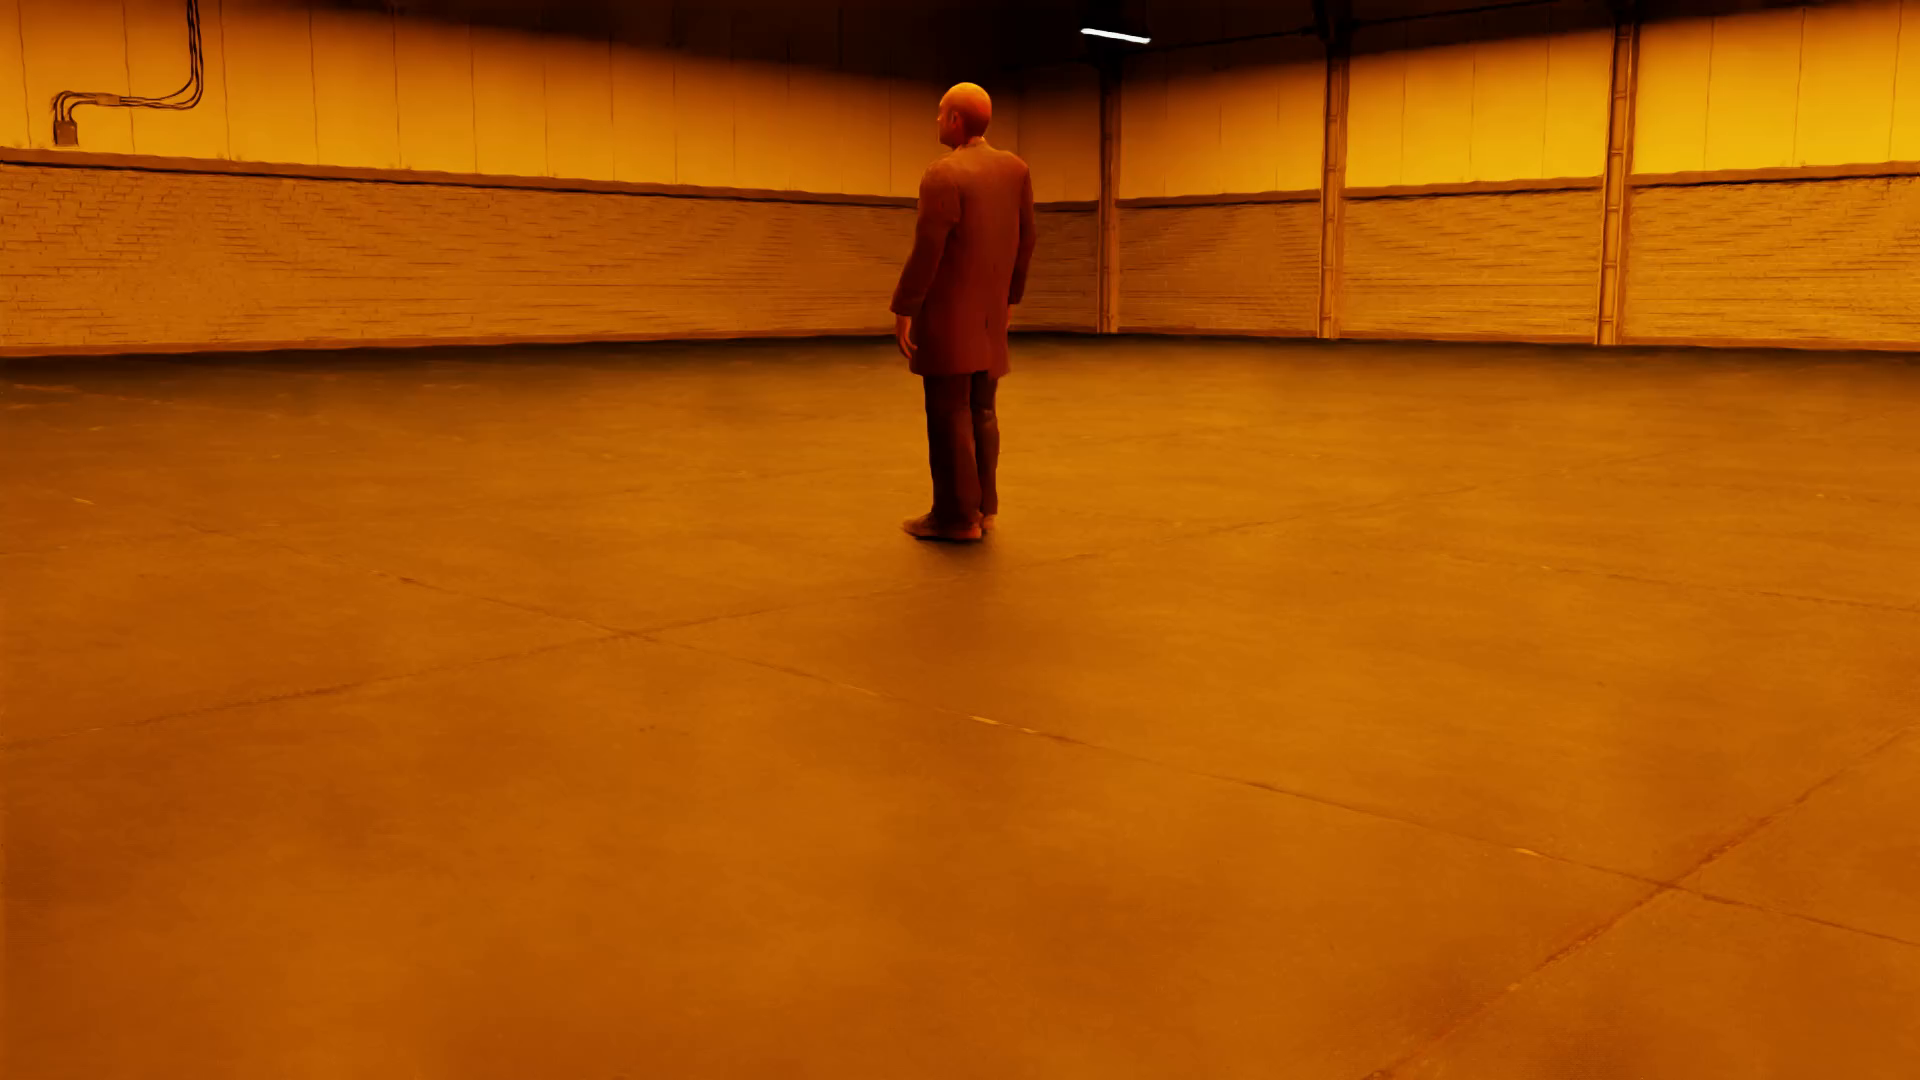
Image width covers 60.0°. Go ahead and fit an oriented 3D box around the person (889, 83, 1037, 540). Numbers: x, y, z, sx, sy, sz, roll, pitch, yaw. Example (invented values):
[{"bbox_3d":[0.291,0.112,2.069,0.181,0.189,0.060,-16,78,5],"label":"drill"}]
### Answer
[{"bbox_3d":[-0.062,-0.896,6.650,0.580,1.776,0.694,8,12,43],"label":"person"}]
